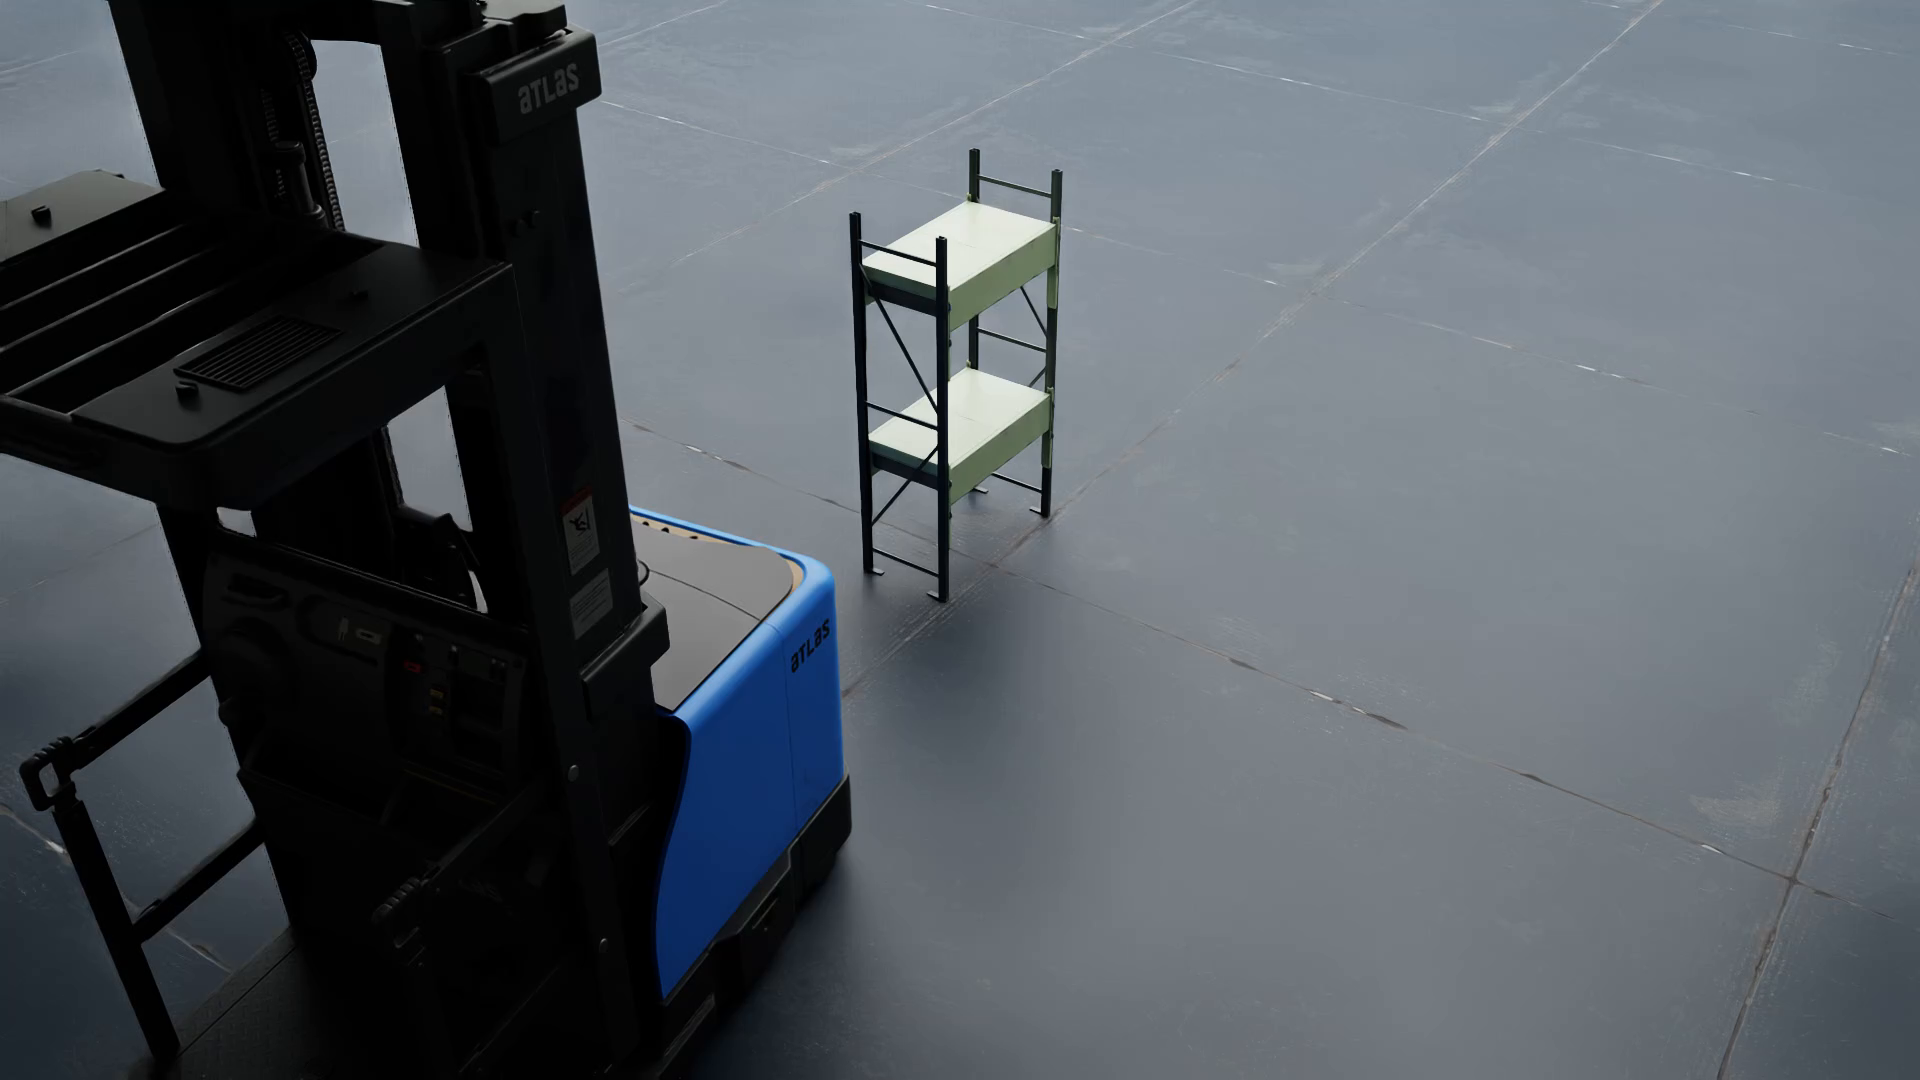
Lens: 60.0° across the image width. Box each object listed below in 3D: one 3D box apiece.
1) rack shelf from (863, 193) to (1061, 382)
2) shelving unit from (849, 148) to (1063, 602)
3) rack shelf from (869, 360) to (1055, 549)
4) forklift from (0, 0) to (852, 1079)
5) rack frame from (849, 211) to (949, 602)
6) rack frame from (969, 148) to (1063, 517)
[{"bbox_3d":[-0.004,-0.941,6.107,0.431,0.370,0.720,21,39,28],"label":"rack shelf"},{"bbox_3d":[-0.004,-0.618,6.325,0.431,1.500,0.755,21,39,28],"label":"shelving unit"},{"bbox_3d":[-0.004,-0.348,6.508,0.431,0.370,0.720,21,39,28],"label":"rack shelf"},{"bbox_3d":[-1.443,0.363,3.597,1.130,2.935,3.031,15,37,21],"label":"forklift"},{"bbox_3d":[-0.212,-0.450,6.076,0.400,1.500,0.023,21,39,28],"label":"rack frame"},{"bbox_3d":[0.205,-0.787,6.574,0.400,1.500,0.023,21,39,28],"label":"rack frame"}]
